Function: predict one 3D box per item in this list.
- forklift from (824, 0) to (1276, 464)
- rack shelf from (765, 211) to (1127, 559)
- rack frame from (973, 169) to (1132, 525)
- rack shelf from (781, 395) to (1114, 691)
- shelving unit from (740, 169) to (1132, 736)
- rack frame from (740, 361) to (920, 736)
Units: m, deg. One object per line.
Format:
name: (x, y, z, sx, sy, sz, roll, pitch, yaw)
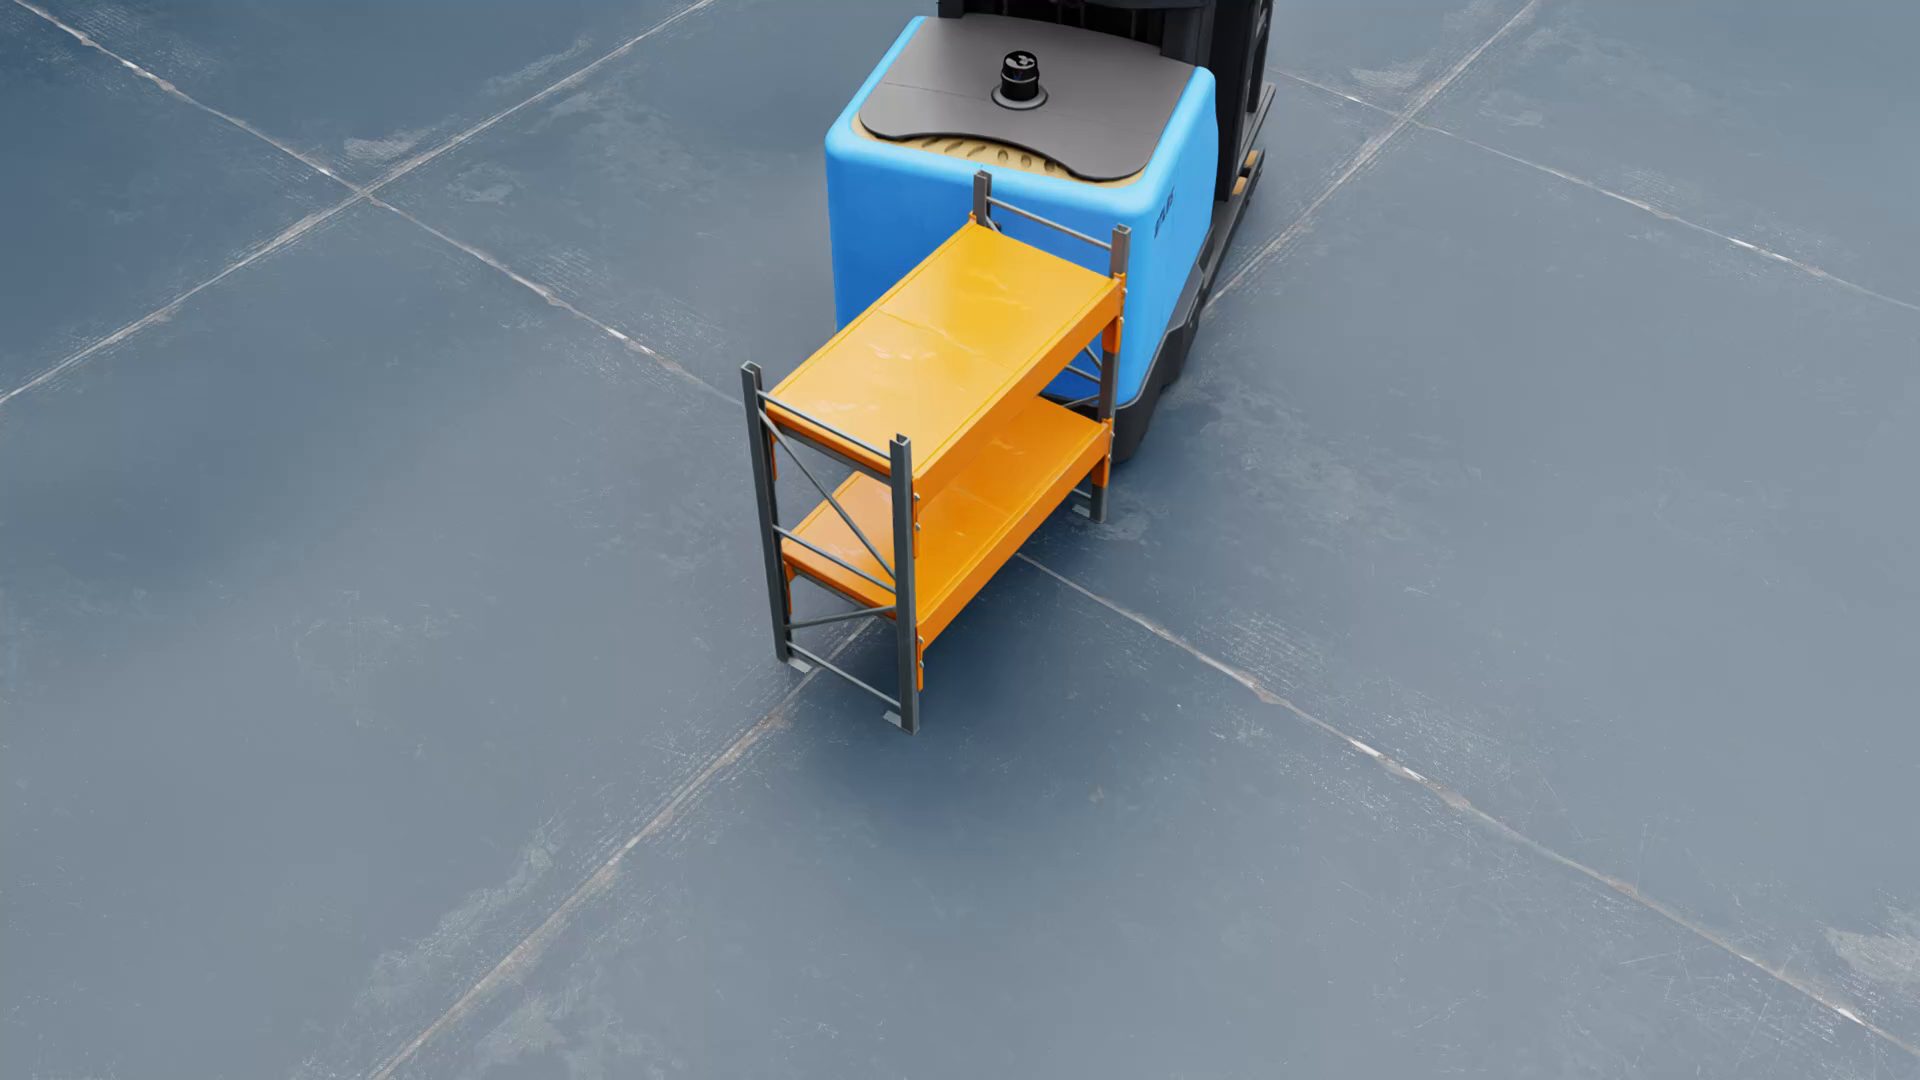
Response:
forklift: (0.557, -2.343, 5.462, 1.130, 2.935, 3.031, 15, 48, 14)
rack shelf: (-0.039, -0.448, 4.496, 0.538, 0.278, 1.000, 27, 52, 23)
rack frame: (0.251, -0.548, 4.996, 0.500, 1.125, 0.032, 27, 52, 23)
rack shelf: (-0.039, -0.077, 4.884, 0.538, 0.278, 1.000, 27, 52, 23)
shelving unit: (-0.039, -0.246, 4.707, 0.538, 1.125, 1.048, 27, 52, 23)
rack frame: (-0.329, 0.056, 4.419, 0.500, 1.125, 0.032, 27, 52, 23)
